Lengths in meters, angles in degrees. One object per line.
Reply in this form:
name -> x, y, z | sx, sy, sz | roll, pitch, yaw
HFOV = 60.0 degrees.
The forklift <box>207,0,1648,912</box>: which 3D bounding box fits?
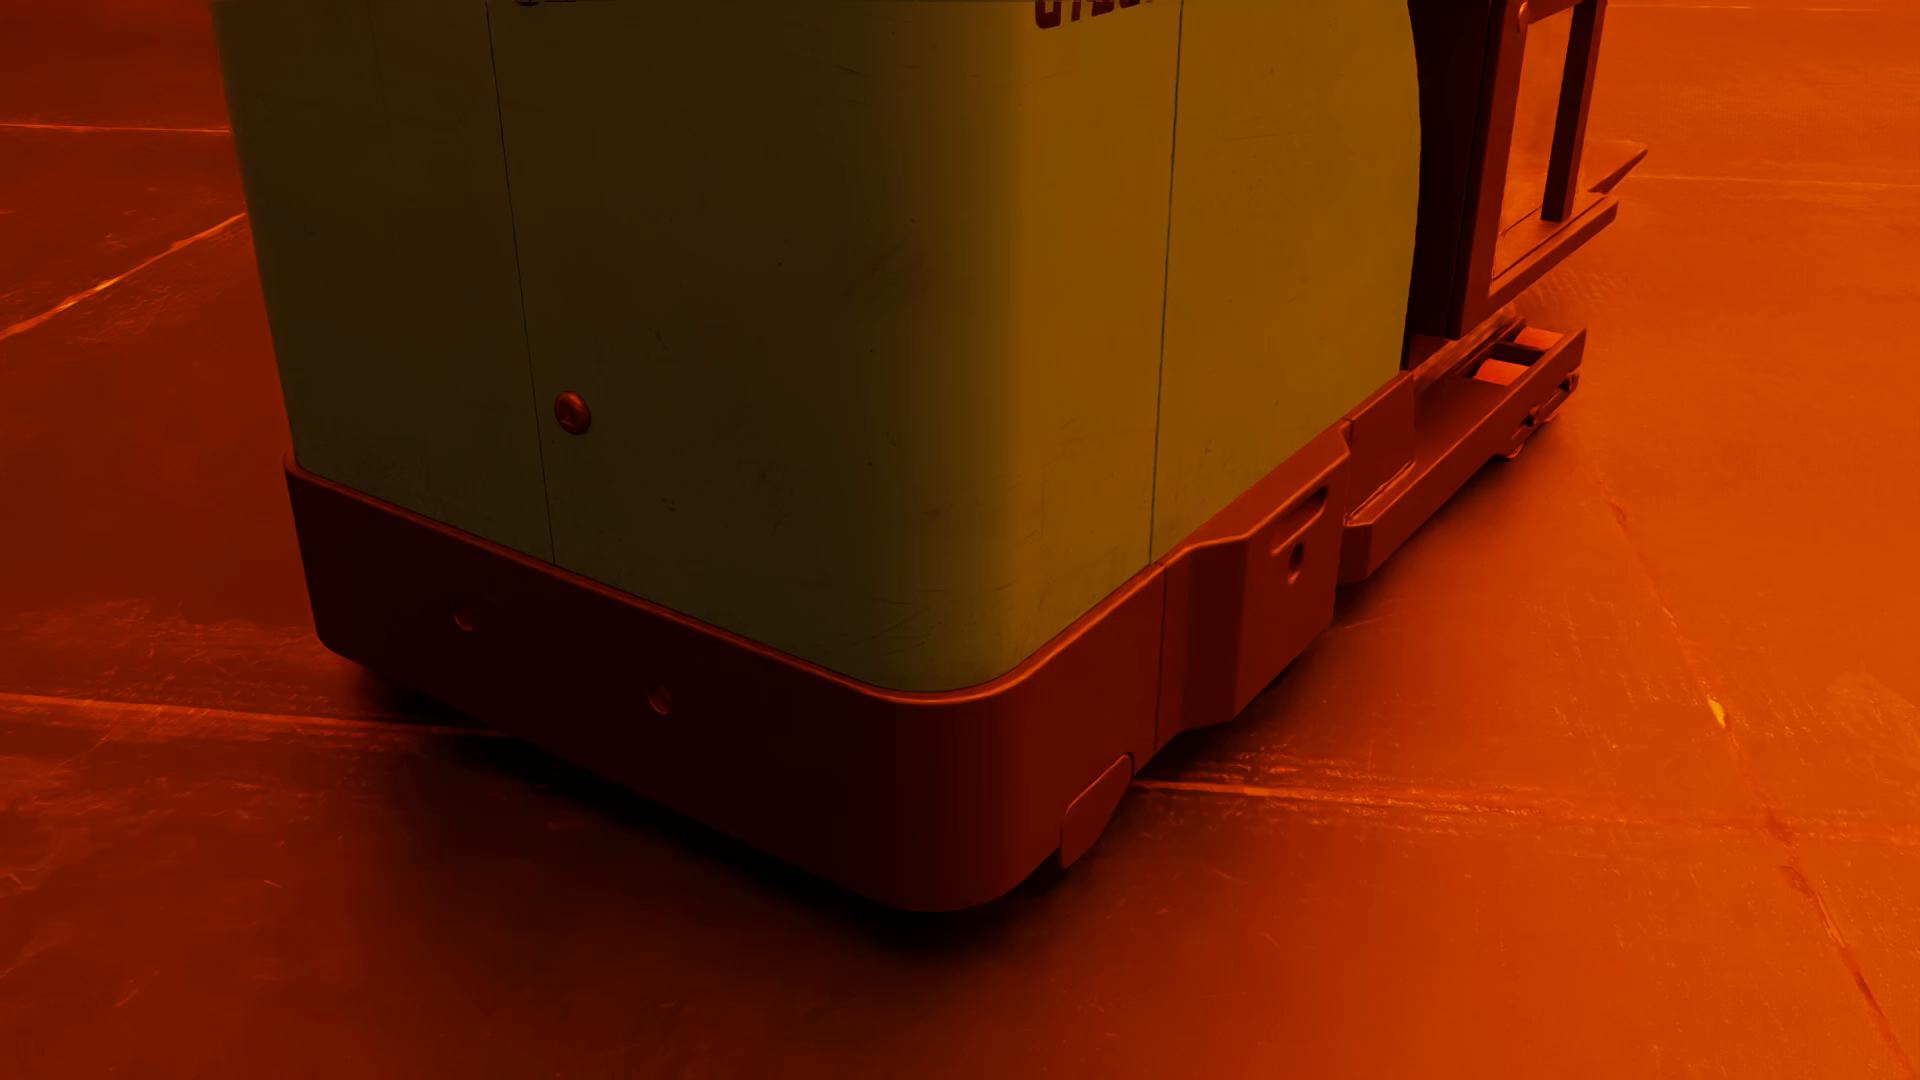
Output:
forklift -> 0.436, -1.555, 2.333 | 1.130, 2.935, 3.031 | 17, 31, 31
